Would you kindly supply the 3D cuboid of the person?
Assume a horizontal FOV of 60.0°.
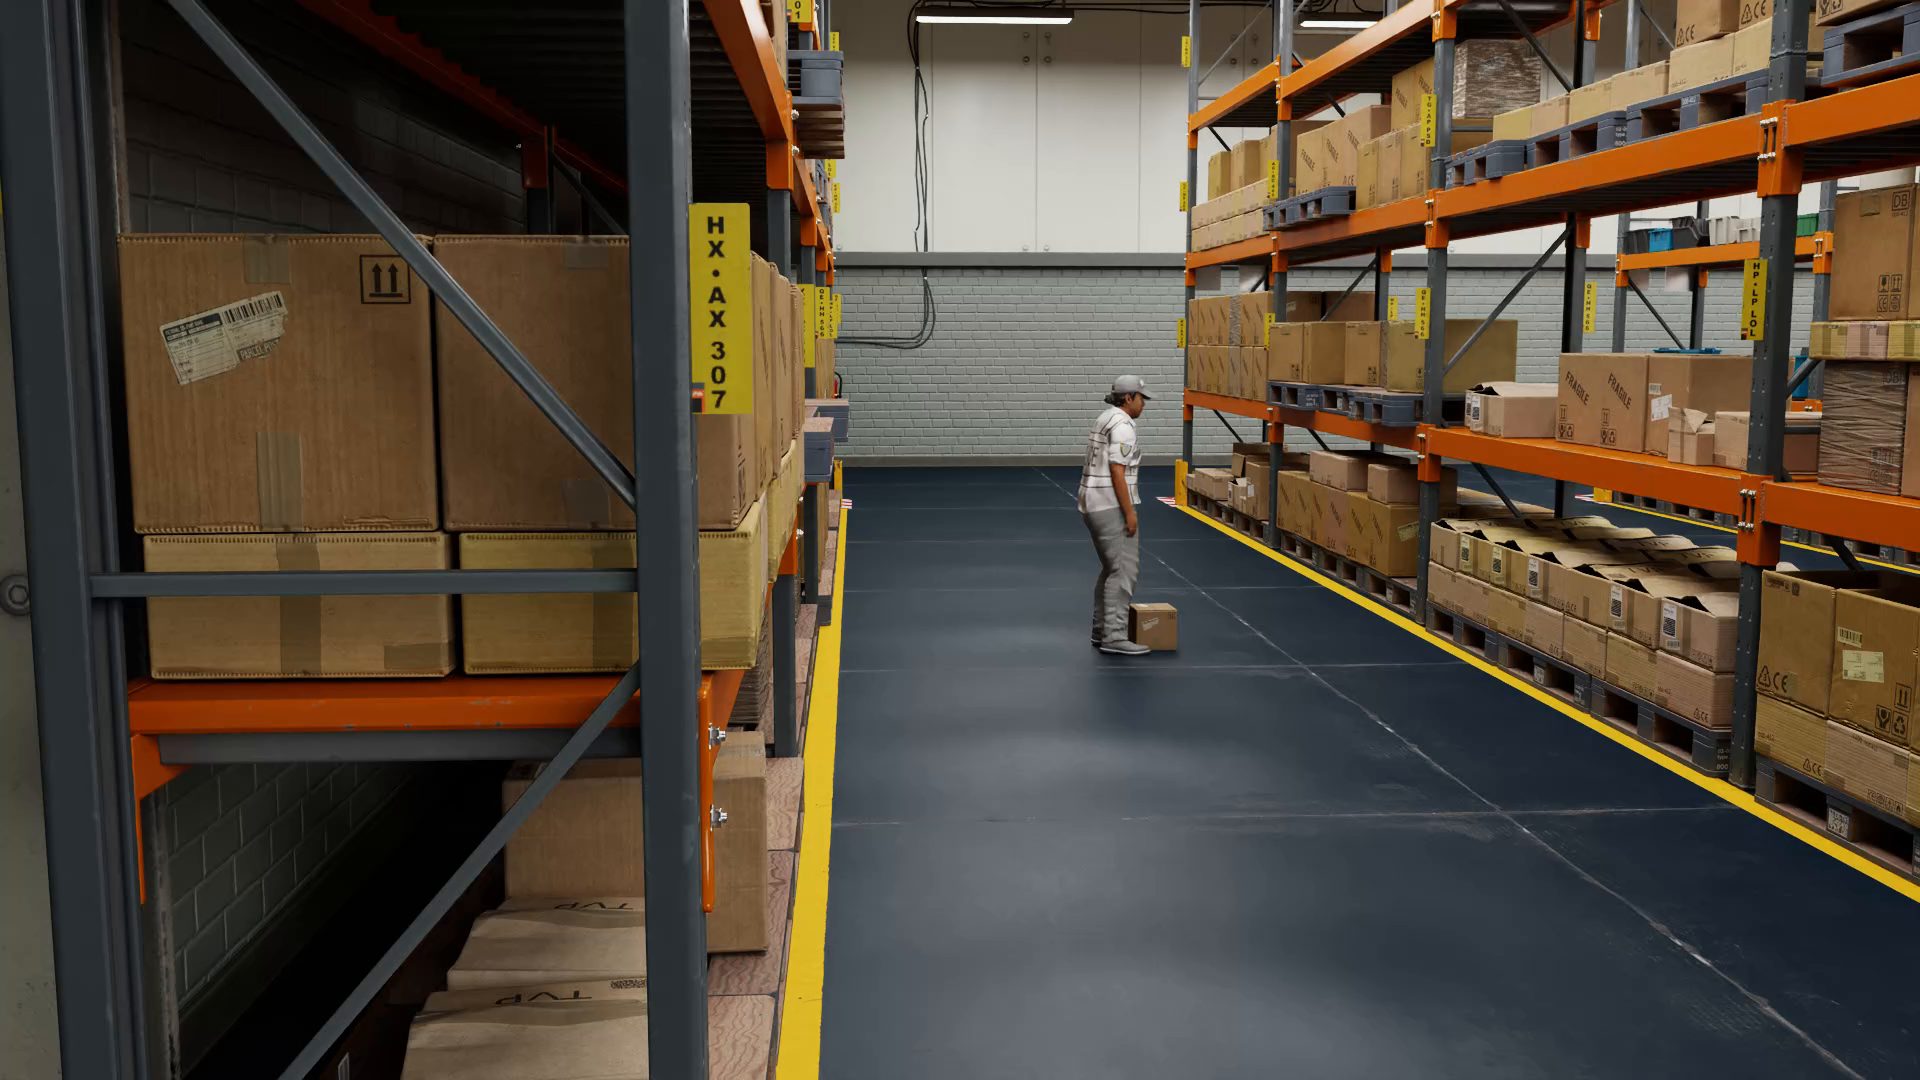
[{"bbox_3d":[0.965,-0.167,10.087,0.469,1.666,0.556,-1,7,-6],"label":"person"}]
